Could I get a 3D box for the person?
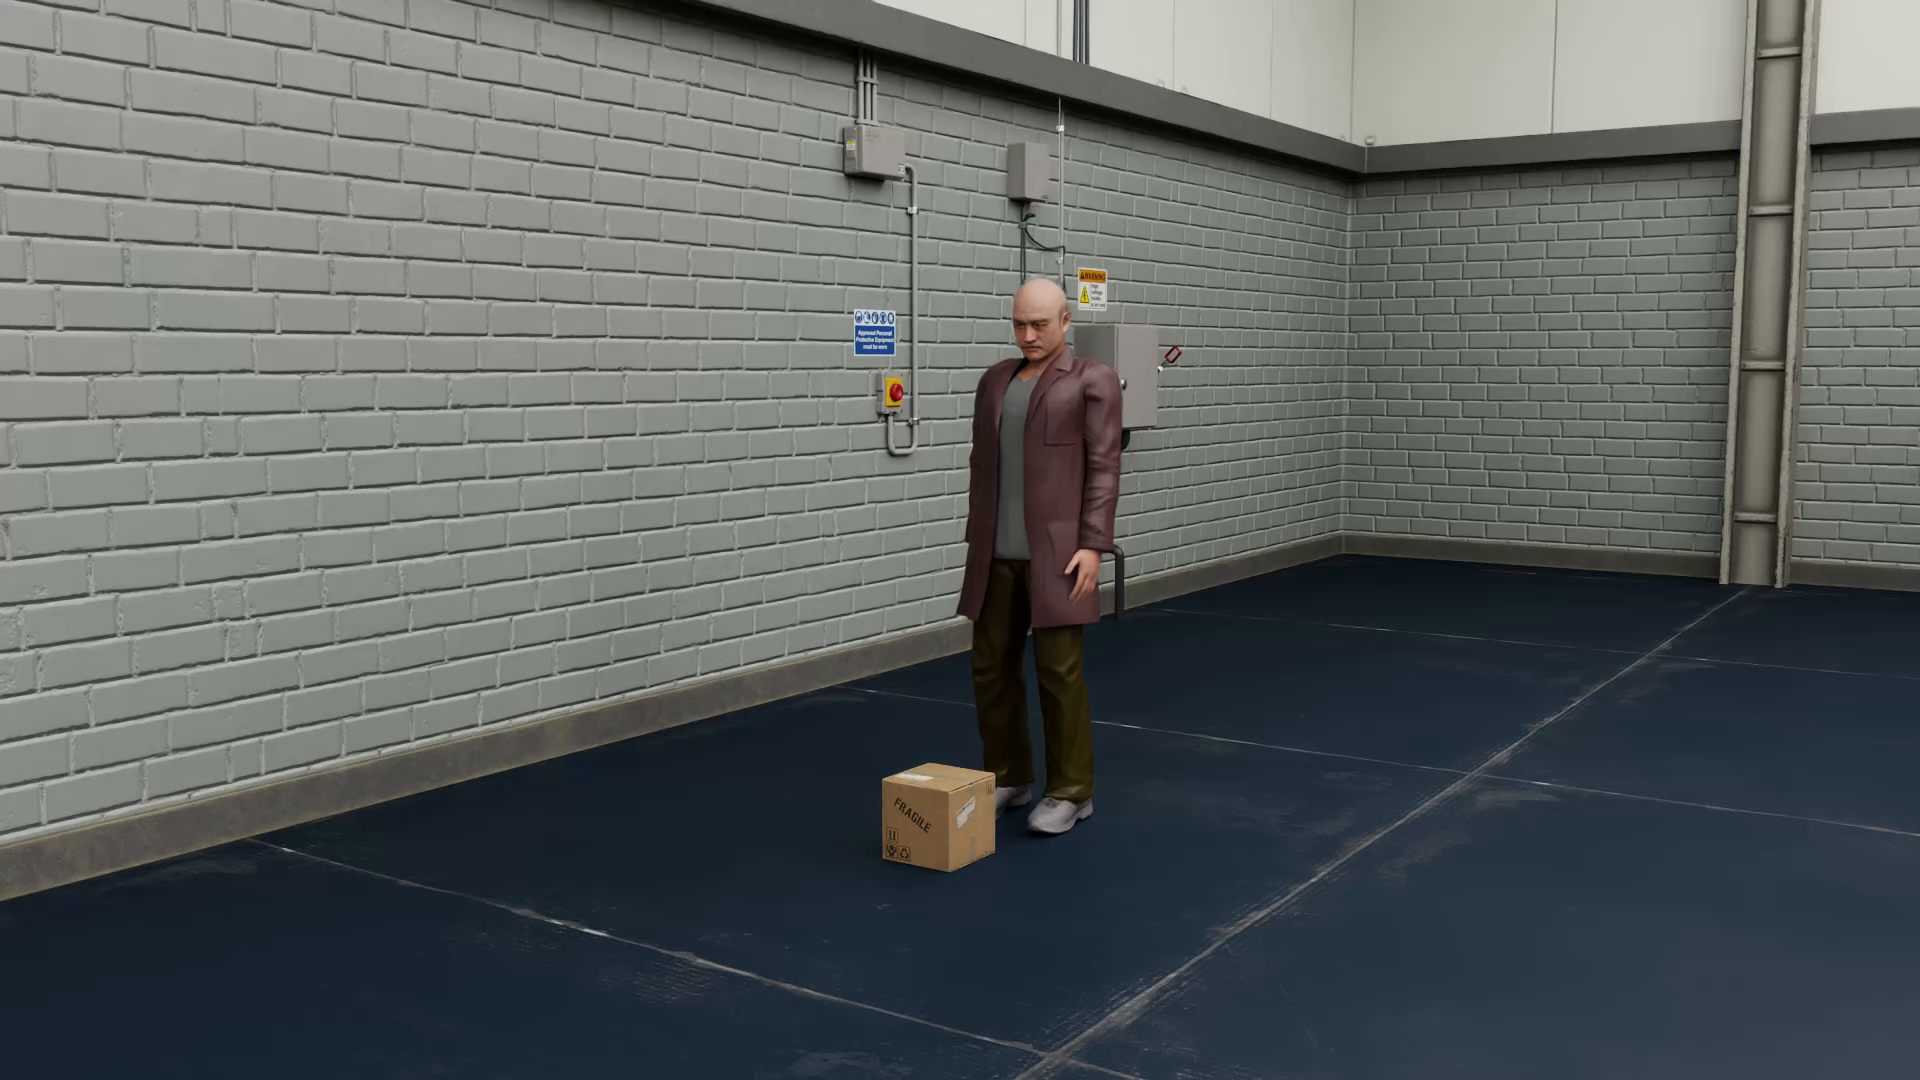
[{"bbox_3d":[0.247,0.048,5.389,0.562,1.776,0.379,4,7,35],"label":"person"}]
